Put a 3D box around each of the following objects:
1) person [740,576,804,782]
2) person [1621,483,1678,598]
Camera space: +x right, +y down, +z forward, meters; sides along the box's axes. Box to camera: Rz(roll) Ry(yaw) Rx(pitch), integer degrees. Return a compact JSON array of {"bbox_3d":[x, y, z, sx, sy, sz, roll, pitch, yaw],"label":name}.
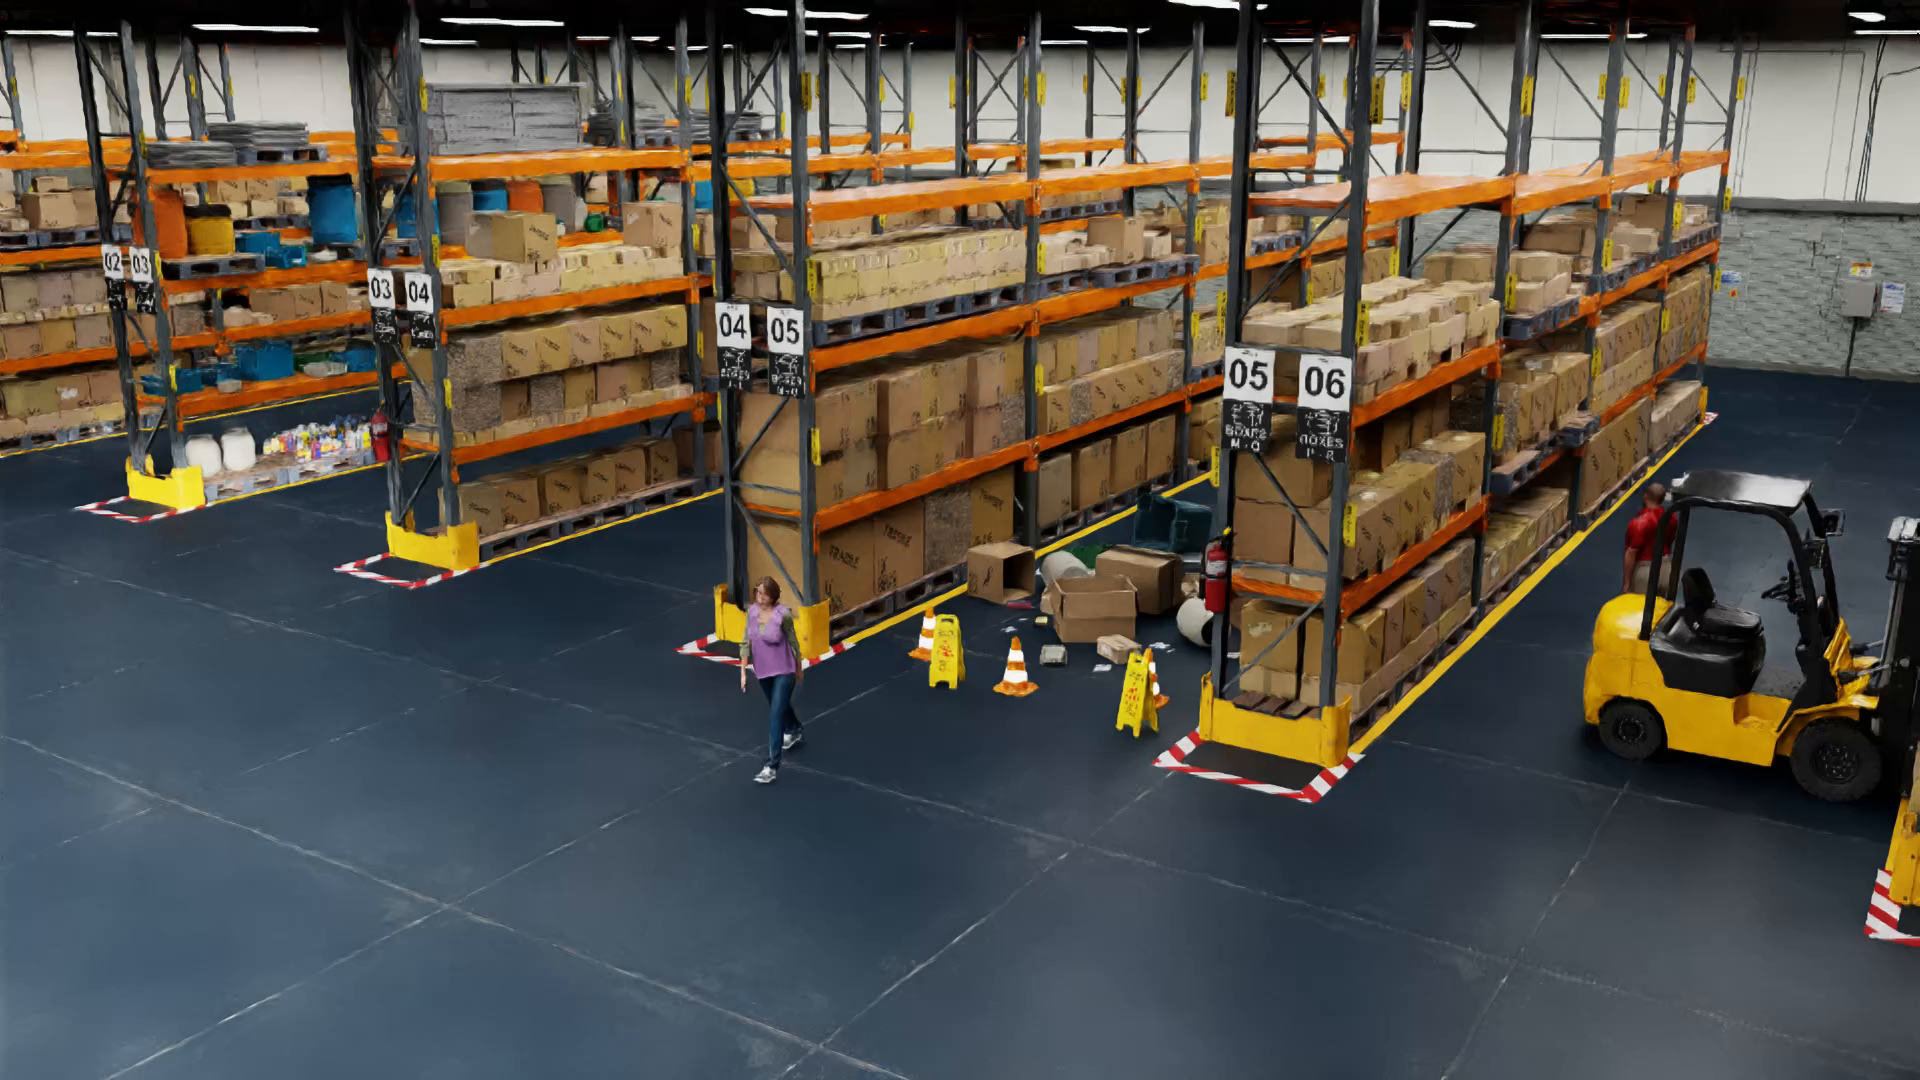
[{"bbox_3d":[-1.441,0.999,12.723,0.412,1.530,0.955,7,17,24],"label":"person"},{"bbox_3d":[6.039,0.321,14.811,0.588,1.731,0.450,-8,17,-27],"label":"person"}]
